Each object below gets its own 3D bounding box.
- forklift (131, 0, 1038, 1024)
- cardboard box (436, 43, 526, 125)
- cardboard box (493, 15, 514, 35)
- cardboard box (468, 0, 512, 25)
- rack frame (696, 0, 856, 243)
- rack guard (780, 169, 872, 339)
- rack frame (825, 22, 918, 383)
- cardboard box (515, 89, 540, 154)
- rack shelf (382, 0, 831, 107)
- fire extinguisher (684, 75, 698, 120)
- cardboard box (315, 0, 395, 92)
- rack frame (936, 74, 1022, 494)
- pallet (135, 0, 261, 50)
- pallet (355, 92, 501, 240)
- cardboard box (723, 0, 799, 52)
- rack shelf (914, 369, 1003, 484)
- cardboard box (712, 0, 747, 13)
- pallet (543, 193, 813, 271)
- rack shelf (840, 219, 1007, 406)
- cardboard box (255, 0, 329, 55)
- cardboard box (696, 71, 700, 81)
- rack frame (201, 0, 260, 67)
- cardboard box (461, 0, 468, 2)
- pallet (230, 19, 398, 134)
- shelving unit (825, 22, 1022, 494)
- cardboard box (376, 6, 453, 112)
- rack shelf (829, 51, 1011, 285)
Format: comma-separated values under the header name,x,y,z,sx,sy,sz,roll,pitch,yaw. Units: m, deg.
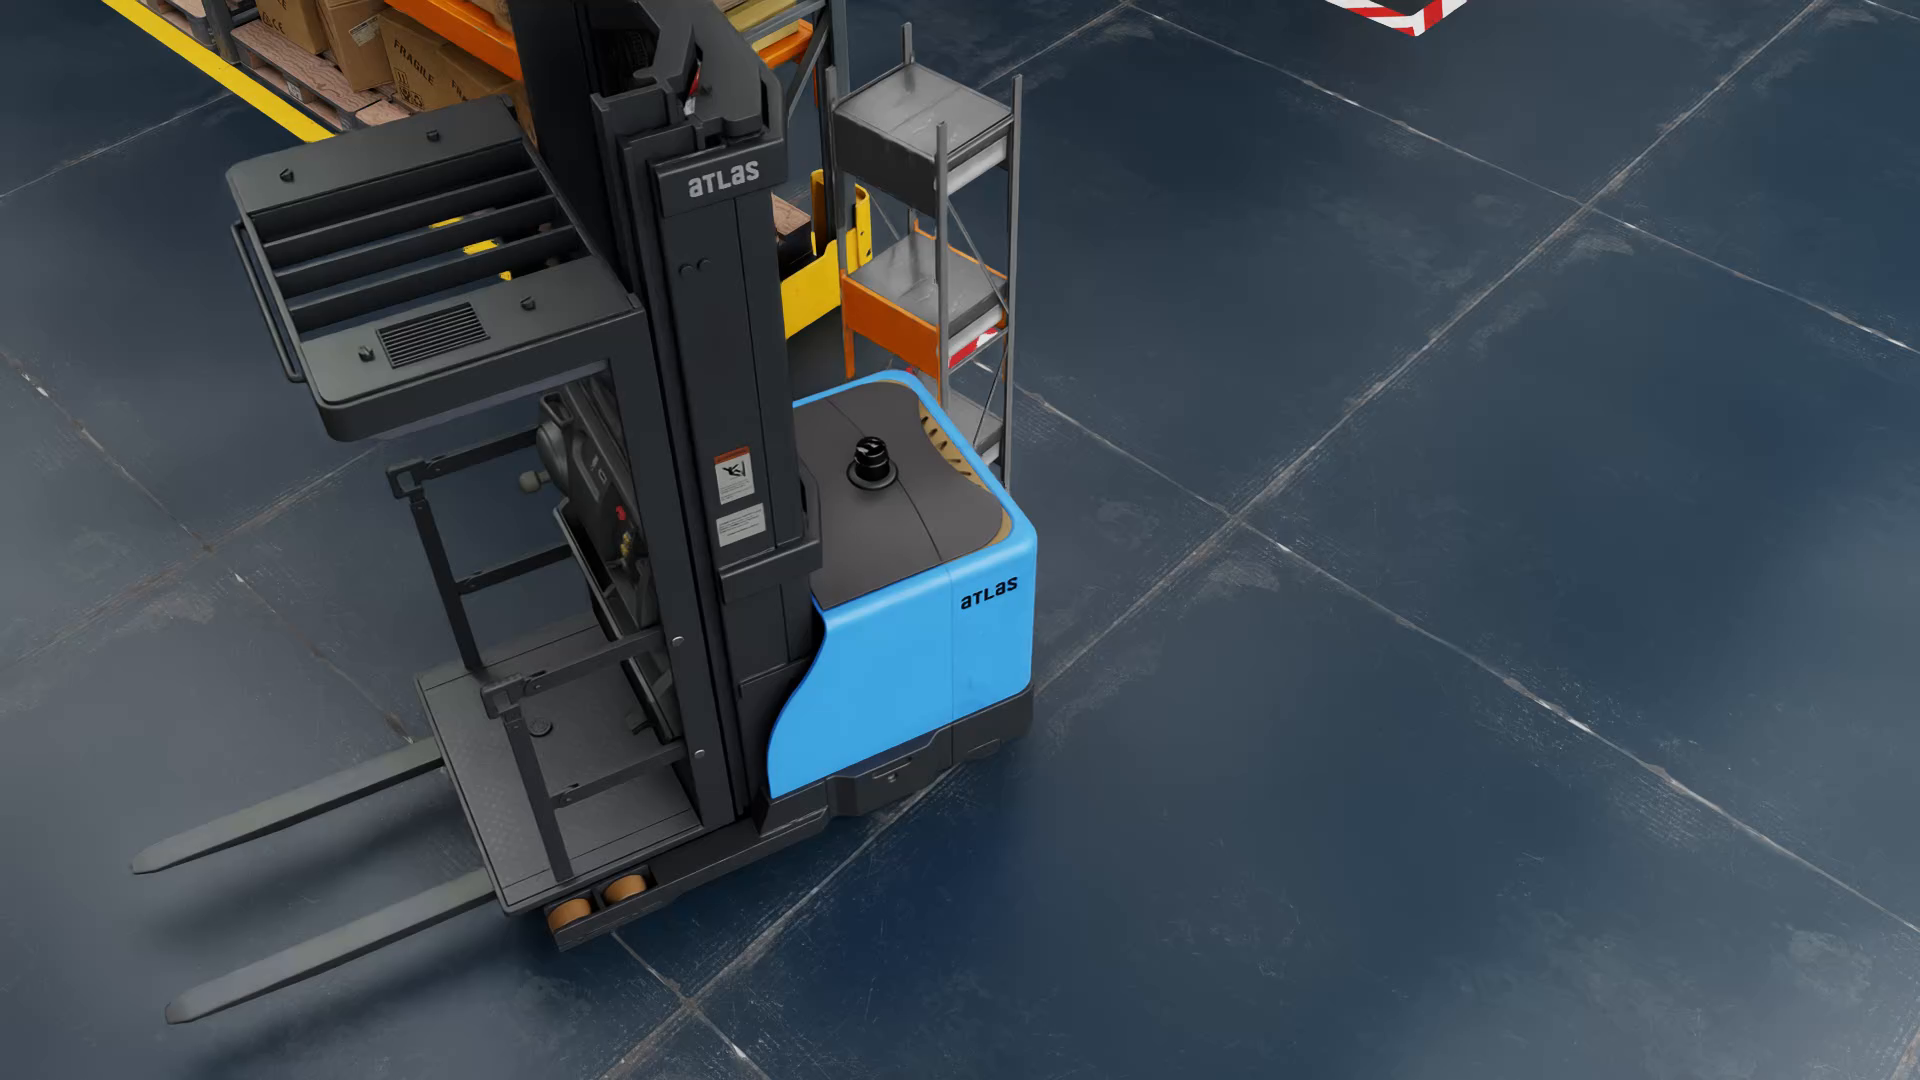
name,x,y,z,sx,sy,sz,roll,pitch,yaw
forklift,-1.276,-0.088,4.930,3.031,2.935,1.130,-21,50,-19
cardboard box,-2.215,-2.213,8.305,0.500,0.500,0.500,-33,55,-27
cardboard box,-1.783,-2.306,7.139,0.250,0.149,0.380,34,55,28
cardboard box,-1.692,-2.616,6.984,0.500,0.500,0.875,34,55,28
rack frame,-0.858,-2.010,6.688,0.127,3.000,1.000,34,55,28
rack guard,-0.914,-1.192,7.635,0.348,0.500,1.175,34,55,28
rack frame,-0.302,-0.921,6.282,0.015,2.100,0.400,33,55,27
cardboard box,-1.768,-1.893,8.005,0.500,0.500,0.500,-25,52,-21
rack shelf,-2.328,-2.753,7.879,4.000,0.370,1.077,34,55,28
fire extinguisher,-1.086,-1.680,6.432,0.183,0.674,0.296,34,55,28
cardboard box,-3.104,-2.778,8.836,0.500,0.500,0.500,-22,51,-19
rack frame,0.064,-0.685,6.061,0.015,2.100,0.400,33,55,27
pallet,-4.370,-3.418,9.923,1.213,0.211,1.003,34,55,28
pallet,-2.379,-2.117,8.702,1.213,0.211,1.003,34,55,28
cardboard box,-0.906,-2.193,7.032,0.250,0.149,0.380,34,55,28
rack shelf,-0.119,-0.315,6.692,0.480,0.518,0.431,33,55,27
cardboard box,-1.243,-2.433,6.813,0.500,0.500,0.875,34,55,28
pallet,-1.487,-1.514,8.135,1.213,0.211,1.003,34,55,28
rack shelf,-0.119,-0.794,6.182,0.480,0.518,0.431,33,55,27
cardboard box,-3.531,-3.057,9.098,0.500,0.500,0.500,32,55,27
cardboard box,-1.207,-1.955,6.808,0.250,0.149,0.380,34,55,28
rack frame,-3.797,-3.988,8.545,0.127,3.000,1.000,34,55,28
cardboard box,-2.137,-2.564,7.380,0.250,0.149,0.380,34,55,28
pallet,-3.280,-2.720,9.268,1.213,0.211,1.003,34,55,28
shelving unit,-0.119,-0.803,6.172,0.503,2.100,0.431,33,55,27
cardboard box,-2.595,-2.513,8.587,0.500,0.500,0.500,29,53,25
rack shelf,-0.119,-1.272,5.671,0.480,0.518,0.431,33,55,27
